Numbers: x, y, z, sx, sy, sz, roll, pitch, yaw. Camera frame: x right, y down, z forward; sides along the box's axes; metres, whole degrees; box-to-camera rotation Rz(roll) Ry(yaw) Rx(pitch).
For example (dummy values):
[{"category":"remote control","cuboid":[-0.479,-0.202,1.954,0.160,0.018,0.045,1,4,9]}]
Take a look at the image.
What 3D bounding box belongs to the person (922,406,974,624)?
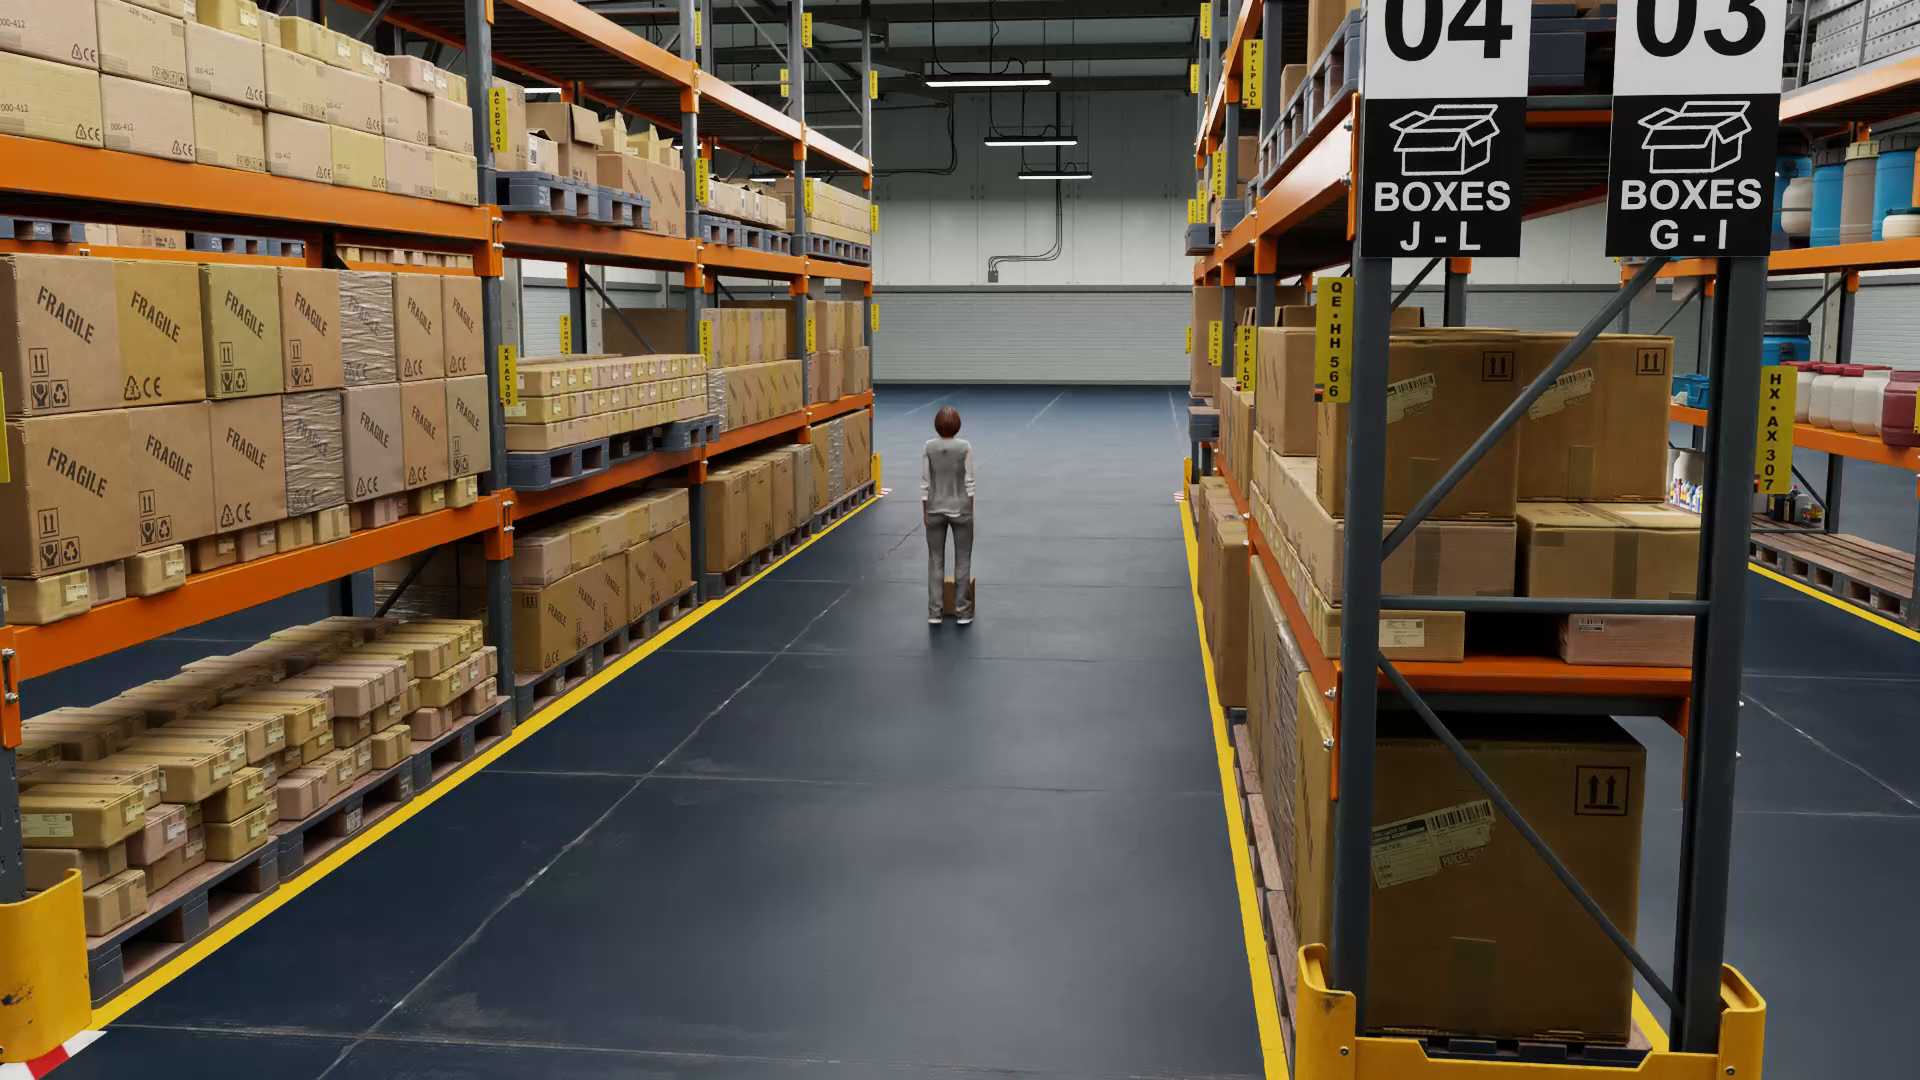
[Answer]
[{"category":"person","cuboid":[-0.090,-0.179,12.156,0.387,1.597,0.300,1,8,8]}]
